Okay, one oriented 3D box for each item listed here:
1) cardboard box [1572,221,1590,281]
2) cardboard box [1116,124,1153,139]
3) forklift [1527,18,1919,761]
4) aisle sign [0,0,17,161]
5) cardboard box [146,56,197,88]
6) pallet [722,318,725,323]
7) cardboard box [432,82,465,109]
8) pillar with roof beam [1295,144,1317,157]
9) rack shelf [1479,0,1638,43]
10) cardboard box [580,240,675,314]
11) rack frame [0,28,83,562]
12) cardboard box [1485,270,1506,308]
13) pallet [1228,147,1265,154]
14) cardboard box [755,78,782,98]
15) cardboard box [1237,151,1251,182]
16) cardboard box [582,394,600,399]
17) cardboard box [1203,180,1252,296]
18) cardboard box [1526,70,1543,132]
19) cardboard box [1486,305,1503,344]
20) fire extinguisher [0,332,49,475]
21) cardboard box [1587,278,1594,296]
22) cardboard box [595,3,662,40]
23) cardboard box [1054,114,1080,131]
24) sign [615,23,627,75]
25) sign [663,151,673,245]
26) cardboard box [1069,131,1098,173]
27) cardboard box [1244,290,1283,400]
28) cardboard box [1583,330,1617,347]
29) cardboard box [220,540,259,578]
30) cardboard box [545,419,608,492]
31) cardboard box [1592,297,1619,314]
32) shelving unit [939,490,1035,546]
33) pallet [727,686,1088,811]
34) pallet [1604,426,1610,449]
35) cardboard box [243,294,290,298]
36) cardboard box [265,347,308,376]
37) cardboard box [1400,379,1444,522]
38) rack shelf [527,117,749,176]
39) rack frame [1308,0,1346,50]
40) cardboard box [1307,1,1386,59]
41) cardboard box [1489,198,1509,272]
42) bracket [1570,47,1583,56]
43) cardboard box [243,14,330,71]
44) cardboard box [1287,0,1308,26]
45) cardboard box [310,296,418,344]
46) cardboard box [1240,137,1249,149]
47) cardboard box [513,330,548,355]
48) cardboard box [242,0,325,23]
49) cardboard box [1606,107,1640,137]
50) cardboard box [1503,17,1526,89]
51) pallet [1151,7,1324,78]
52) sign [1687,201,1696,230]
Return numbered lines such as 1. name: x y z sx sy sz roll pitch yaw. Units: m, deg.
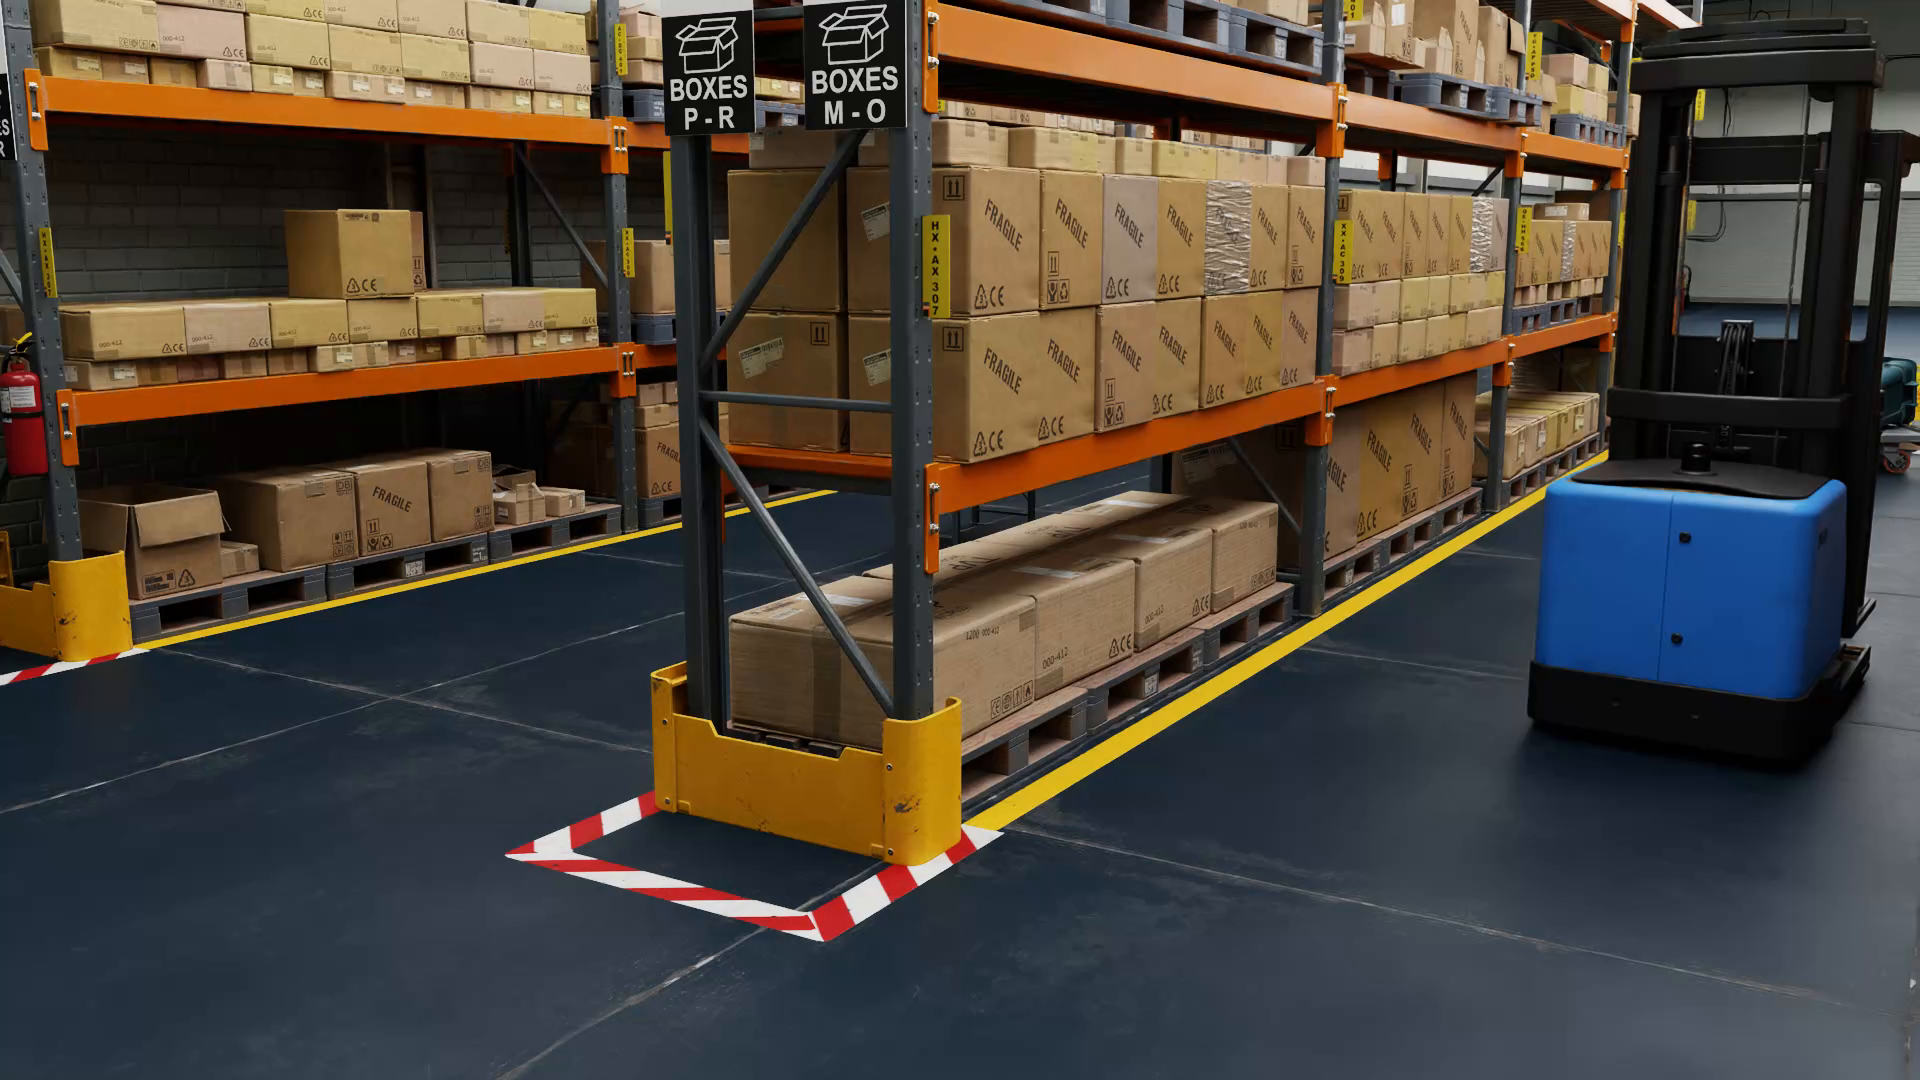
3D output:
1. cardboard box: 5.110 -2.503 14.365 0.500 0.500 0.500 7 13 33
2. cardboard box: 1.931 -4.476 18.244 0.380 0.149 0.250 7 13 32
3. forklift: 3.651 -0.794 7.646 1.130 2.935 3.031 7 13 34
4. aisle sign: -4.576 -2.180 7.795 0.394 0.787 0.004 6 12 31
5. cardboard box: -4.166 -2.402 8.579 0.380 0.149 0.250 6 12 31
6. pallet: -1.644 -1.798 13.344 1.003 0.211 1.213 6 12 31
7. cardboard box: -3.221 -2.679 10.058 0.380 0.149 0.250 7 13 33
8. pillar with roof beam: 9.178 -6.915 23.850 9.100 9.000 0.400 6 12 31
9. rack shelf: 4.644 -4.438 13.664 1.077 0.370 4.000 6 12 31
10. cardboard box: -2.273 -1.880 11.847 0.700 0.500 0.500 7 13 32
11. rack frame: -4.792 -0.941 8.242 1.000 3.000 0.127 6 12 31
12. cardboard box: 3.572 -1.797 11.864 0.500 0.250 0.500 6 12 30
13. pallet: 3.126 -4.779 20.834 1.003 0.211 1.213 6 12 31
14. cardboard box: -1.552 -3.385 12.417 0.380 0.149 0.250 7 13 32
15. cardboard box: 1.158 -1.766 7.898 0.380 0.149 0.250 6 12 30
16. cardboard box: -2.638 -0.994 12.414 0.380 0.149 0.250 6 12 31
17. cardboard box: 0.994 -1.376 7.579 0.500 0.500 0.500 7 12 31
18. cardboard box: 4.107 -3.397 12.938 0.700 0.500 0.500 6 12 31
19. cardboard box: 3.565 -1.547 11.889 0.500 0.250 0.500 6 12 29
20. fire extinguisher: -4.473 -0.652 7.924 0.296 0.674 0.183 6 12 31
21. cardboard box: 5.396 -2.246 14.757 0.380 0.149 0.250 6 12 30
22. cardboard box: -2.260 -3.540 11.311 0.396 0.266 0.258 6 12 30
23. cardboard box: 0.872 -4.256 16.630 0.500 0.311 0.500 6 12 29
24. sign: -2.247 -3.248 11.008 0.100 0.325 0.005 6 12 31
25. sign: -1.004 -1.207 5.872 0.100 0.325 0.005 6 12 31
26. cardboard box: 0.303 -1.477 6.355 0.380 0.149 0.250 6 12 29
27. cardboard box: 1.245 -0.966 8.108 0.500 0.500 0.500 6 12 29
28. cardboard box: 6.336 -1.978 16.311 0.380 0.149 0.250 7 12 32
29. cardboard box: -4.139 0.104 9.268 0.380 0.149 0.250 6 12 28
30. cardboard box: -2.713 -0.653 12.357 0.500 0.500 0.500 6 12 30
31. cardboard box: 6.120 -2.250 15.917 0.380 0.149 0.250 6 12 30
32. shelving unit: 0.044 -0.751 11.302 0.538 1.500 1.048 6 12 31
33. pallet: -0.199 0.770 6.680 1.003 0.211 1.213 6 12 31
34. pallet: 6.001 -1.093 16.632 1.003 0.211 1.213 6 12 31
35. cardboard box: -3.978 -1.351 10.035 0.500 0.250 0.500 6 12 31
36. cardboard box: -3.871 -1.008 9.284 0.380 0.149 0.250 7 12 32
37. cardboard box: 2.710 -0.647 11.304 0.875 0.875 0.875 7 12 31
38. rack shelf: -1.677 -3.005 13.072 1.077 0.370 4.000 6 12 31
39. rack frame: 1.529 -4.045 8.520 1.000 3.000 0.127 6 12 31
40. cardboard box: 2.088 -2.756 9.012 0.396 0.266 0.258 6 12 30
41. cardboard box: 3.561 -2.160 11.764 0.500 0.500 0.500 6 12 29
42. bracket: 14.932 -11.827 40.307 0.235 0.232 0.430 6 12 31
43. cardboard box: -3.805 -2.692 9.047 0.500 0.250 0.500 6 12 29
44. cardboard box: 1.471 -2.629 8.061 0.396 0.266 0.258 7 13 32
45. cardboard box: -3.557 -1.301 9.764 0.500 0.250 0.500 6 12 29
46. cardboard box: 3.345 -4.904 20.531 0.380 0.149 0.250 6 12 29
47. cardboard box: -2.895 -1.286 10.768 0.380 0.149 0.250 7 13 32
48. cardboard box: -3.817 -2.938 8.998 0.500 0.250 0.500 6 12 30
49. cardboard box: 6.145 -3.944 15.733 0.500 0.250 0.500 6 12 29
50. cardboard box: 3.539 -3.383 11.715 0.797 0.503 0.637 6 12 27
51. pallet: 1.096 -2.399 8.122 1.003 0.211 1.213 6 12 31
52. sign: 8.223 -3.652 18.717 0.100 0.325 0.005 6 12 31
